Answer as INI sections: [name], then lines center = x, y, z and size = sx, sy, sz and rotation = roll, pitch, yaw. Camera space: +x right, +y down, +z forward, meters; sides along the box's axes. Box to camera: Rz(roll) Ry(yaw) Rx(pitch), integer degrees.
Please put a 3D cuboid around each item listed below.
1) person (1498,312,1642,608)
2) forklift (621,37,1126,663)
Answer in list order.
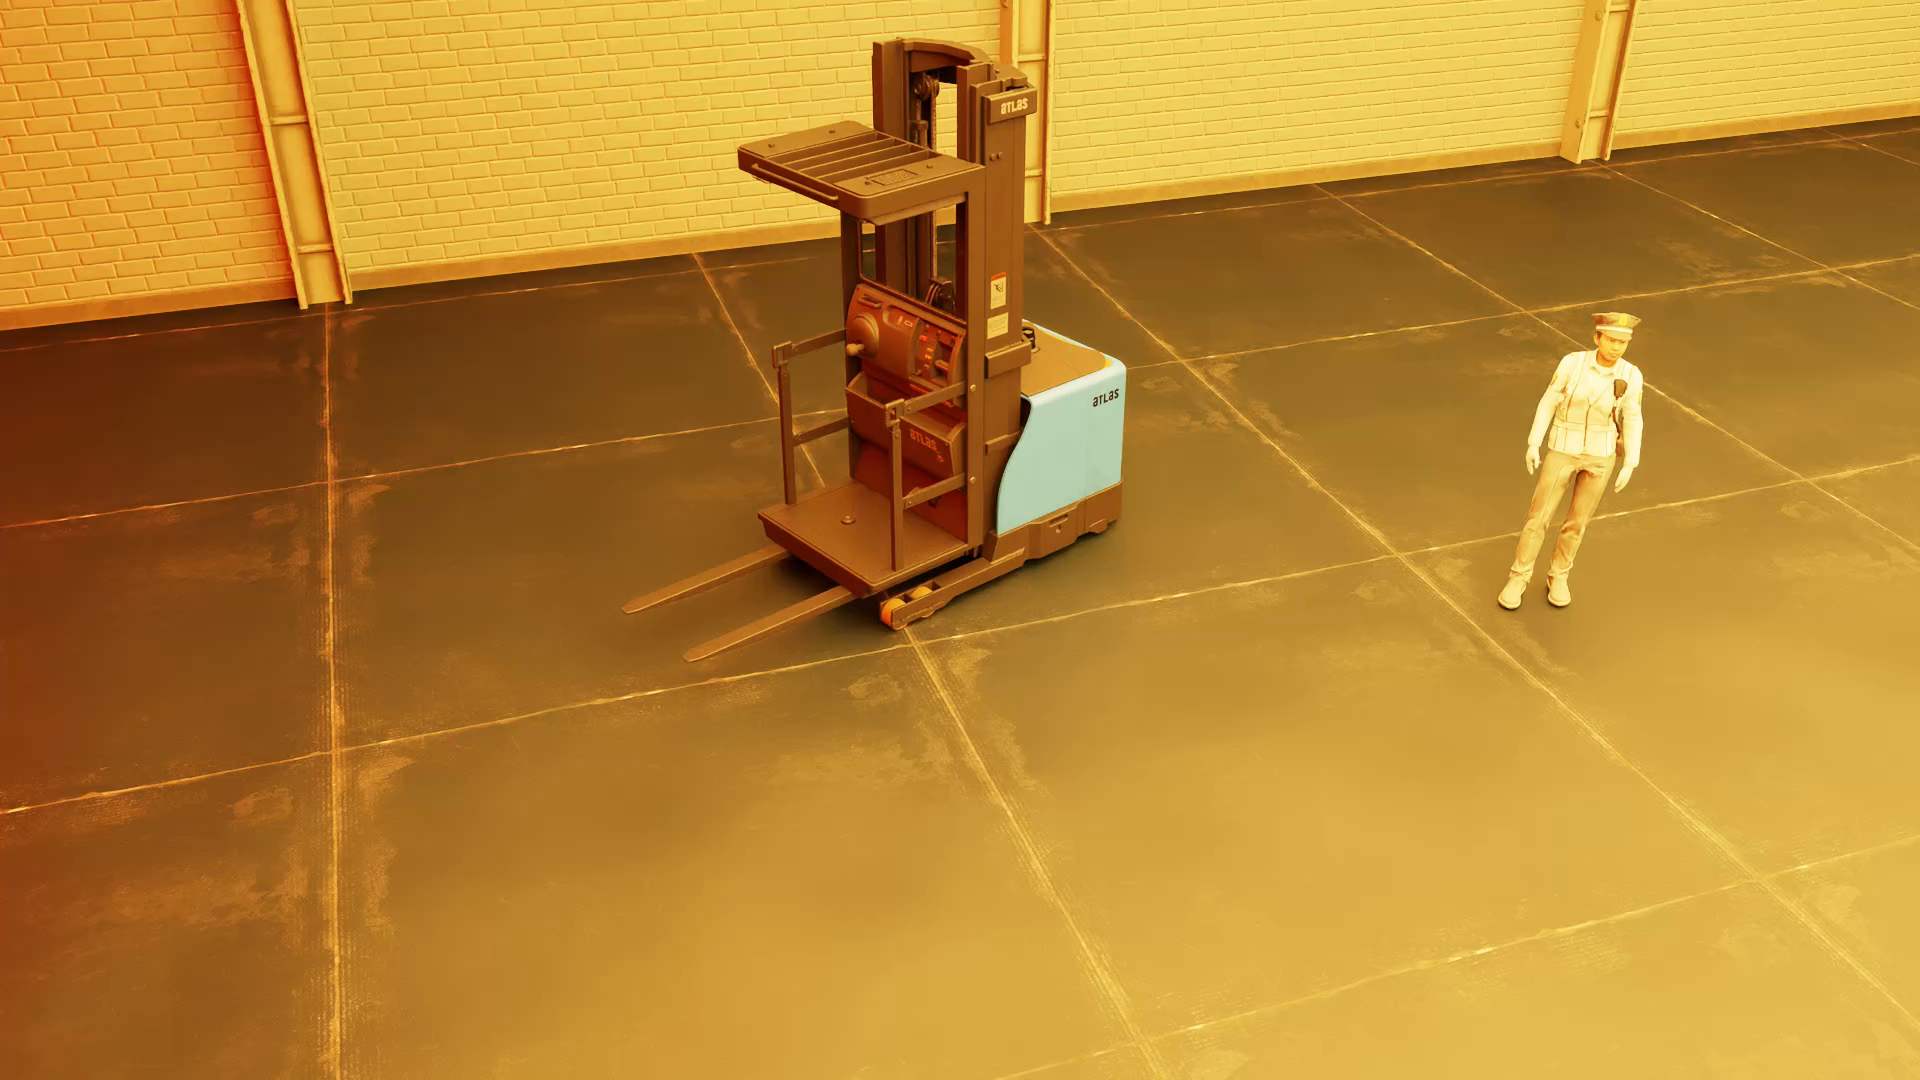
[person]
center = 3.382, -0.430, 9.059
size = 0.586, 1.694, 0.530
rotation = 10, 31, 16
[forklift]
center = -0.461, -1.072, 8.951
size = 3.031, 2.935, 1.130
rotation = -23, 37, -34
